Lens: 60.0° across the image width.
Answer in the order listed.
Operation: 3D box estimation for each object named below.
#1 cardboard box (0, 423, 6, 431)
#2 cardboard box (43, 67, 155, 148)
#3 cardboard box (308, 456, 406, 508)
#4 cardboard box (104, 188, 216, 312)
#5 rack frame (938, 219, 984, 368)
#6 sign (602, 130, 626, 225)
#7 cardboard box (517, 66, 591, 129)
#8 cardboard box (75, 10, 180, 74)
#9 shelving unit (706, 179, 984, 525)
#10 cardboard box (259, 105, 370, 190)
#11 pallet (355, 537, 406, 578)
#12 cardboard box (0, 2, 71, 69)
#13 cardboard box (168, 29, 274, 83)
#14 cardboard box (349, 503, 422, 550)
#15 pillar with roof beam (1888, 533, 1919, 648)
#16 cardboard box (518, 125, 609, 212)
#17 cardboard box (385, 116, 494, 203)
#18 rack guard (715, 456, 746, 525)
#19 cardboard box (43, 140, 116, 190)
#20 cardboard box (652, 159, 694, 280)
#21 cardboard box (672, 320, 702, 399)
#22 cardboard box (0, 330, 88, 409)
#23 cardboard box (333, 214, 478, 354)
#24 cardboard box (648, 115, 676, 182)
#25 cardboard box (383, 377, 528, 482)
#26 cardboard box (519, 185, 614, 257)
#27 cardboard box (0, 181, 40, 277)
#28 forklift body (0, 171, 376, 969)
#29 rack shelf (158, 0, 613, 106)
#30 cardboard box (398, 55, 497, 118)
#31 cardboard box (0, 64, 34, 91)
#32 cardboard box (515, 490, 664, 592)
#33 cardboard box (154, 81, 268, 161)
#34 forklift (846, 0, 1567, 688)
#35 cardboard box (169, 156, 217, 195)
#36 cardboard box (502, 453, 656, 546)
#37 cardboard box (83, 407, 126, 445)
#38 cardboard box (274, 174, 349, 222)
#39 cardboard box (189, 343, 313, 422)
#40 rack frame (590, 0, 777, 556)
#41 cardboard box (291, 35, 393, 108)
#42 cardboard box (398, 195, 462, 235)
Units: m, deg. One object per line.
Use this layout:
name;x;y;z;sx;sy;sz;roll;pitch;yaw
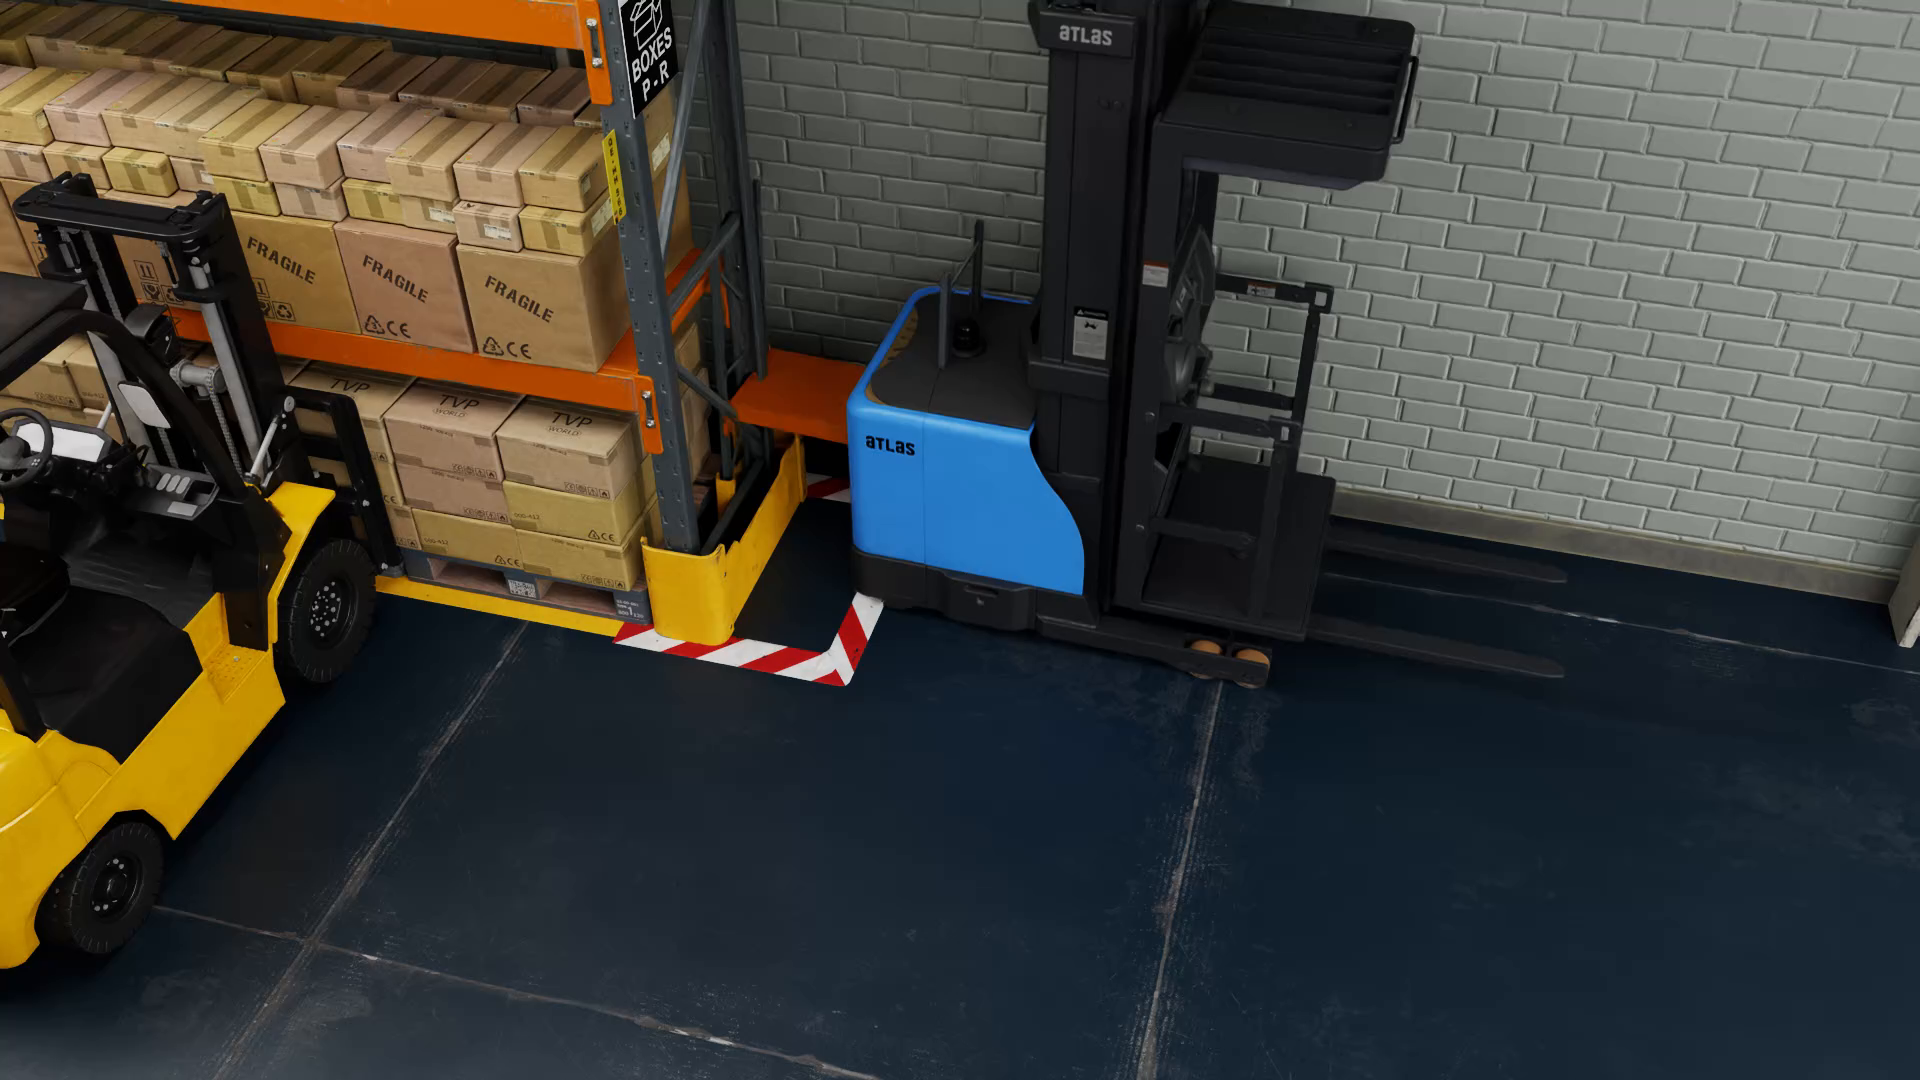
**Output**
cardboard box;-4.537;-0.768;7.755;0.500;0.250;0.500;10;41;11
cardboard box;-3.428;-1.739;6.675;0.250;0.149;0.380;10;41;11
cardboard box;-2.597;-0.425;7.346;0.500;0.250;0.500;9;41;10
cardboard box;-3.086;-1.287;6.872;0.500;0.500;0.500;10;41;12
rack frame;-0.013;-0.615;7.272;0.032;1.500;0.500;13;40;12
sign;-1.214;-1.275;5.851;0.005;0.325;0.100;10;41;11
cardboard box;-1.570;-1.748;6.686;0.250;0.149;0.380;11;41;13
cardboard box;-3.544;-2.115;7.122;0.250;0.149;0.380;9;41;11
shelving unit;-0.506;-0.726;7.384;1.083;1.500;0.587;13;40;12
cardboard box;-2.469;-1.515;6.409;0.250;0.149;0.380;11;41;13
pallet;-2.985;-0.313;7.959;1.213;0.211;1.003;10;41;11
cardboard box;-4.047;-2.173;7.192;0.250;0.149;0.380;9;41;11
cardboard box;-3.073;-1.982;6.964;0.250;0.149;0.380;11;41;13
cardboard box;-2.555;-0.243;7.518;0.500;0.250;0.500;10;41;12
pillar with roof beam;3.183;-0.377;1.202;0.400;9.000;9.100;10;41;11
cardboard box;-1.461;-1.405;6.277;0.250;0.149;0.380;10;41;12
cardboard box;-1.967;-1.453;6.335;0.250;0.149;0.380;11;41;12
rack guard;-1.001;-0.346;7.882;0.087;0.250;0.587;13;40;12
cardboard box;-3.455;-1.580;6.717;0.250;0.149;0.380;9;41;10
cardboard box;-1.467;-1.369;6.970;0.500;0.500;0.500;11;41;13
cardboard box;-1.476;-0.764;7.361;0.500;0.250;0.500;9;41;11
cardboard box;-4.047;-0.865;7.482;0.500;0.250;0.500;10;41;11
cardboard box;-2.102;-1.125;6.679;0.500;0.500;0.500;11;41;13
cardboard box;-1.321;-1.580;6.717;0.250;0.149;0.380;9;41;10
cardboard box;-2.081;-0.531;7.083;0.500;0.250;0.500;10;41;12
cardboard box;-1.468;-1.246;6.319;0.250;0.149;0.380;10;41;12
cardboard box;-4.056;-1.467;7.086;0.500;0.500;0.500;10;41;12
forklift body;-3.364;0.067;5.997;1.214;2.155;2.313;10;41;11
rack shelf;-2.992;-2.282;6.361;4.000;0.370;1.077;10;41;11
cardboard box;-2.068;-1.815;6.765;0.250;0.149;0.380;10;41;12
cardboard box;-3.946;-1.773;6.716;0.250;0.149;0.380;11;41;12
cardboard box;-1.596;-0.066;7.307;0.500;0.250;0.500;10;41;12
cardboard box;-2.944;-1.656;6.577;0.250;0.149;0.380;10;41;12
forklift;1.094;-0.882;6.521;3.031;2.935;1.130;11;41;13
cardboard box;-2.931;-1.542;6.671;0.250;0.149;0.380;10;41;11
cardboard box;-1.611;-0.262;7.152;0.500;0.250;0.500;9;41;11
cardboard box;-3.567;-0.595;7.549;0.500;0.250;0.500;9;41;11
cardboard box;-2.464;-1.415;6.520;0.250;0.149;0.380;9;41;10
cardboard box;-3.058;-0.697;7.282;0.500;0.250;0.500;9;41;11
rack frame;-1.060;-1.076;6.699;0.127;3.000;1.000;10;41;11
cardboard box;-2.557;-1.948;6.924;0.250;0.149;0.380;9;41;10
cardboard box;-1.957;-1.351;6.445;0.250;0.149;0.380;10;41;12
